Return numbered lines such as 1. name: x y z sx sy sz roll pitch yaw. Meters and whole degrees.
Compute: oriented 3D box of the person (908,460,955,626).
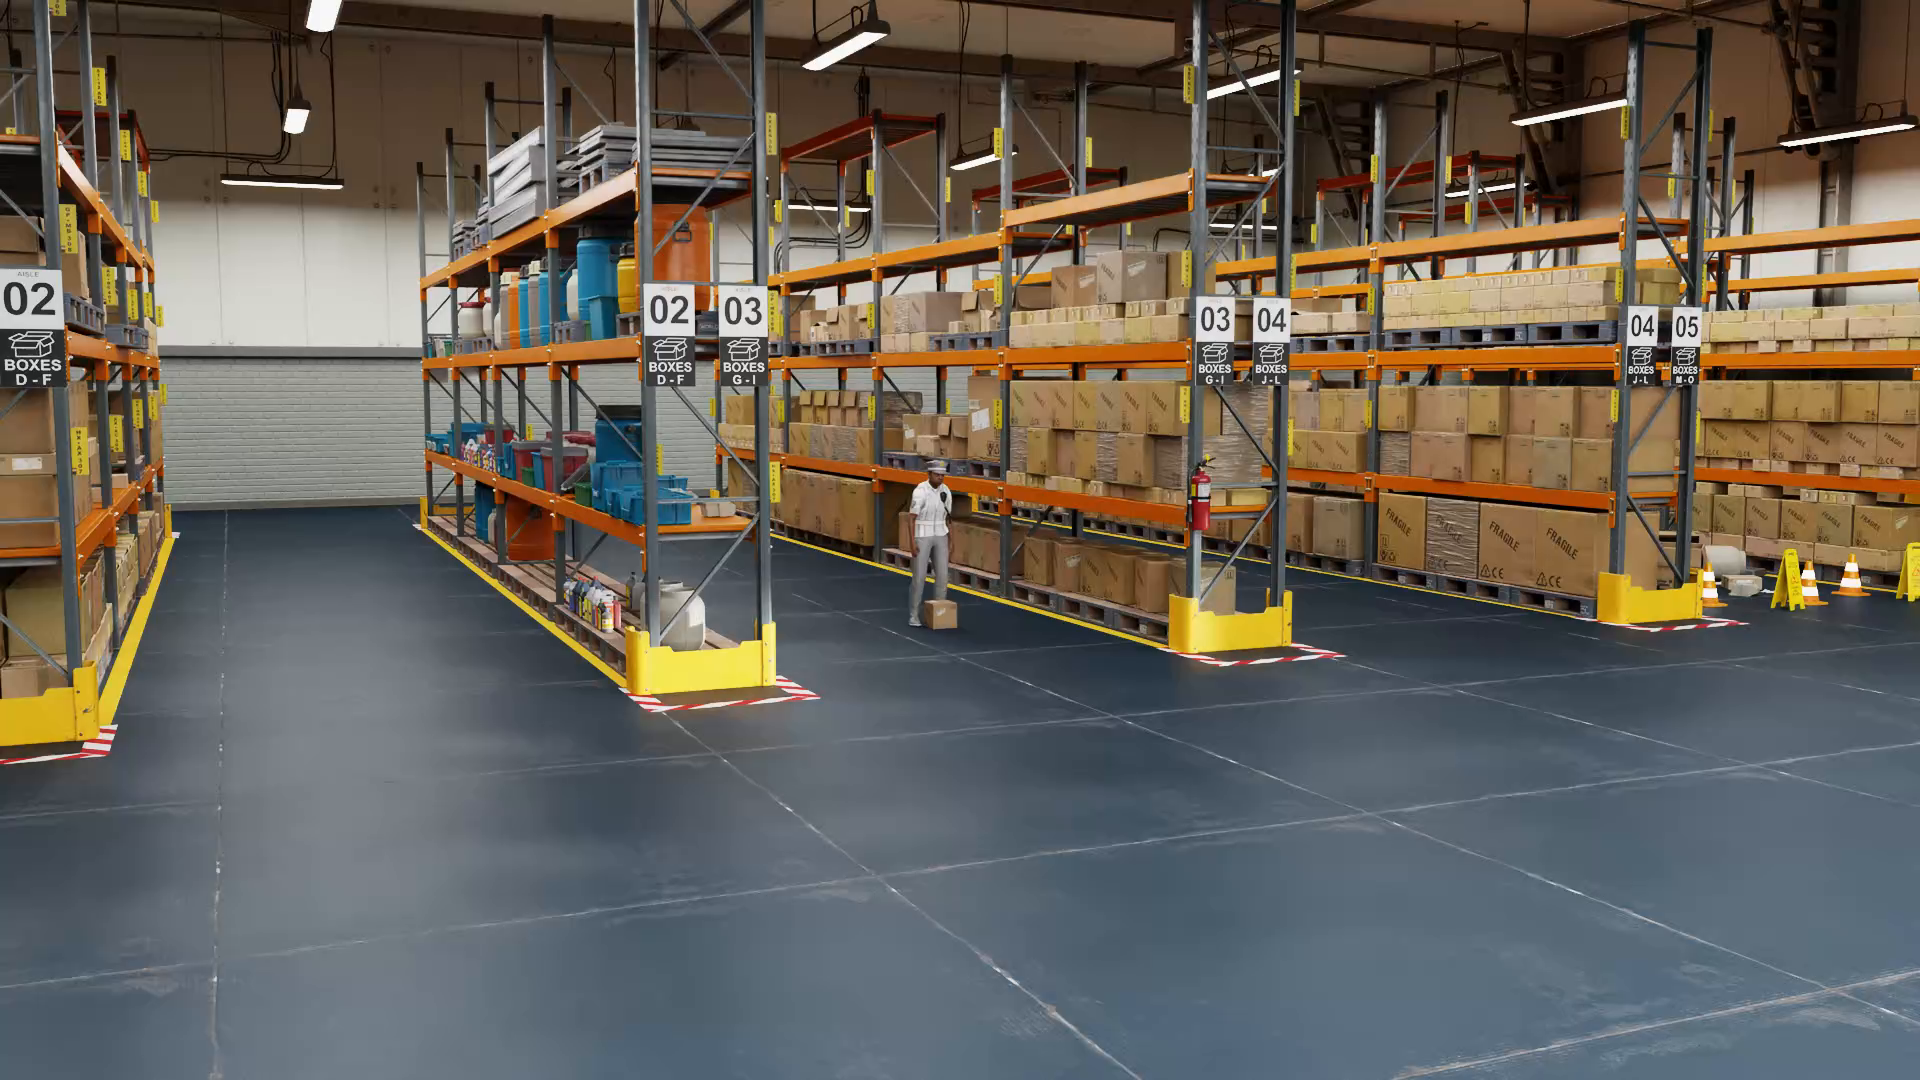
1. person: -0.290 0.023 16.751 0.532 1.662 0.424 -3 6 -27
